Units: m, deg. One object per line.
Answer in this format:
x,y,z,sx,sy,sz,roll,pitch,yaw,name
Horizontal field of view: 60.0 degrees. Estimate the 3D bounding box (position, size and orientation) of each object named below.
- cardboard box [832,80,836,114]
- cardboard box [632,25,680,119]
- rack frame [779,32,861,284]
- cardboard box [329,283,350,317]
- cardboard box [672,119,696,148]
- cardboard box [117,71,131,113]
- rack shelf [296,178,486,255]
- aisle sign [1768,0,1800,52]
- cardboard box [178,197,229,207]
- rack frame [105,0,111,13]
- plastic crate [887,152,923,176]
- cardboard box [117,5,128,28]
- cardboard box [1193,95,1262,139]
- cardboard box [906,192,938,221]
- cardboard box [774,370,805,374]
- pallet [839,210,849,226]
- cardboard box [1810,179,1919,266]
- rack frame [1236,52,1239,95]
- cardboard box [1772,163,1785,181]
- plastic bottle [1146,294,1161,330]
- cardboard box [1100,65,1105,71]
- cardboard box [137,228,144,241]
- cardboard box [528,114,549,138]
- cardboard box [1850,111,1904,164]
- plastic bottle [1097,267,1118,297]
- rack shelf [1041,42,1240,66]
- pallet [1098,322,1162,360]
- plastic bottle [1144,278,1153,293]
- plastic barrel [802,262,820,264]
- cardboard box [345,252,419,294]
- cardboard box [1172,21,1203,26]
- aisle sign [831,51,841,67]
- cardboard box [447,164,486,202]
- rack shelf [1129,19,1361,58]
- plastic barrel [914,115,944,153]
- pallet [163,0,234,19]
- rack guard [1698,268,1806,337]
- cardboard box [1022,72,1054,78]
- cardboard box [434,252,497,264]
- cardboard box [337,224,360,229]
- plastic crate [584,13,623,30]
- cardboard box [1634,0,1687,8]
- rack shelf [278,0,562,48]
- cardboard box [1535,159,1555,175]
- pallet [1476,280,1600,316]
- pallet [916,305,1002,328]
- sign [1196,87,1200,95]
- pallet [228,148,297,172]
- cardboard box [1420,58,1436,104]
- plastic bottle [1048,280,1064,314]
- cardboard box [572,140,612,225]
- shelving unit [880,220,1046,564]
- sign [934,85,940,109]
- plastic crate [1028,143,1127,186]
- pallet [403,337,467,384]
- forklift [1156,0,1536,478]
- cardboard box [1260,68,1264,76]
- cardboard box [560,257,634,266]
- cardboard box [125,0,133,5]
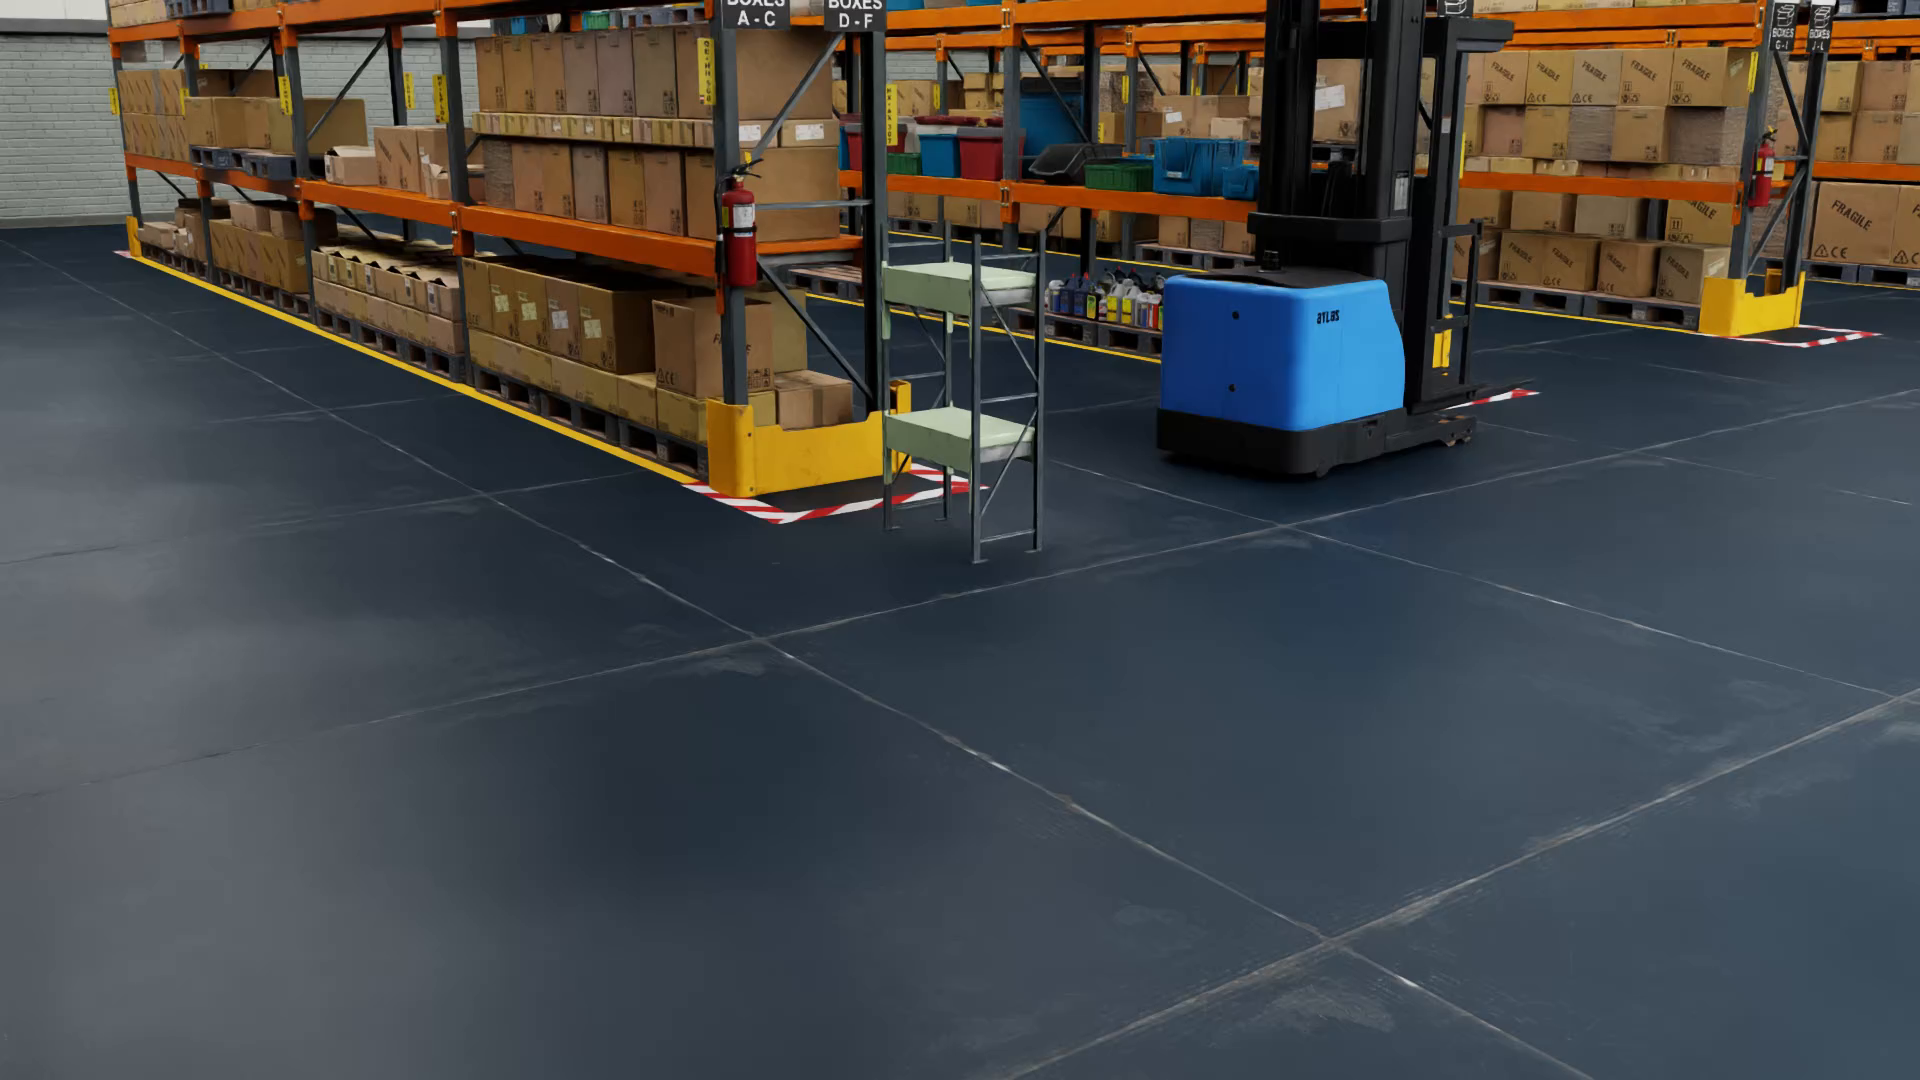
-1.875,-6.933,26.023,0.500,0.500,0.500,-11,19,-36,cardboard box
-1.449,-2.696,9.597,0.700,0.500,0.500,-11,19,-36,cardboard box
-1.535,-4.274,18.009,1.000,3.000,0.127,-11,19,-35,rack frame
-5.177,-2.117,14.544,0.500,0.250,0.500,-12,19,-36,cardboard box
-1.374,-2.266,9.256,0.380,0.149,0.250,-10,18,-33,cardboard box
-10.200,-5.609,20.803,0.500,0.500,0.500,-10,18,-33,cardboard box
-4.368,-2.732,13.737,1.077,0.370,4.000,-11,19,-35,rack shelf
6.969,-4.528,14.015,0.394,0.787,0.004,-11,19,-35,aisle sign
-9.729,-4.143,21.432,0.500,0.500,0.500,-11,19,-35,cardboard box
-10.248,-8.108,20.652,1.000,3.000,0.127,-11,19,-35,rack frame
-0.436,-3.646,16.115,0.450,0.188,0.662,-11,19,-35,plastic crate
-9.868,-6.331,20.126,0.500,0.250,0.500,-11,19,-35,cardboard box
3.230,-5.081,19.972,0.700,0.500,0.500,-8,17,-26,cardboard box
-0.204,-5.228,24.724,0.875,0.875,0.875,-11,19,-35,cardboard box
-1.273,-0.929,10.201,0.500,0.250,0.500,-11,19,-35,cardboard box
-1.699,-5.247,26.848,1.003,0.211,1.213,-11,19,-35,pallet
10.275,-3.582,18.712,0.875,0.875,0.875,-11,19,-35,cardboard box
5.783,-8.289,32.679,1.000,3.000,0.127,-11,19,-35,rack frame
7.200,-3.311,14.967,0.380,0.149,0.250,-11,19,-35,cardboard box
1.608,-1.846,13.465,0.152,0.276,0.135,-11,19,-34,plastic bottle
2.478,-7.815,28.300,0.500,0.500,0.500,-11,19,-36,cardboard box
-10.280,-3.908,21.241,0.380,0.149,0.250,-11,19,-35,cardboard box
-2.589,-2.707,10.867,0.380,0.149,0.250,-12,19,-36,cardboard box
10.423,-4.480,18.479,0.875,0.550,0.550,-11,19,-35,cardboard box
1.312,-2.239,14.759,0.144,0.351,0.185,-11,19,-35,plastic bottle
3.015,-8.172,27.932,1.077,0.370,4.000,-11,19,-35,rack shelf
1.899,-1.664,13.756,1.003,0.211,1.213,-11,19,-35,pallet
1.671,-2.160,14.597,0.061,0.283,0.133,-9,18,-31,plastic bottle
-1.837,-3.531,18.612,0.600,0.830,0.708,-11,19,-35,plastic barrel
-4.860,-2.275,14.057,0.500,0.311,0.500,-11,19,-36,cardboard box
2.843,-6.167,19.530,0.500,0.250,0.500,-10,18,-33,cardboard box
-2.032,-8.067,26.942,0.394,0.787,0.004,-11,19,-35,aisle sign
-3.517,-2.678,12.461,0.500,0.250,0.500,-9,18,-31,cardboard box
3.647,-5.715,18.957,1.077,0.370,4.000,-11,19,-35,rack shelf
-0.254,-3.973,16.651,0.433,0.535,0.433,0,15,0,plastic barrel
-7.569,-5.566,17.404,1.213,0.211,1.003,-11,19,-35,pallet
7.130,-2.145,14.966,1.175,0.500,0.348,-11,19,-35,rack guard
1.274,-6.015,22.281,0.797,0.503,0.637,-10,18,-33,cardboard box
-4.139,-2.253,13.978,0.500,0.311,0.500,-10,18,-33,cardboard box
-6.495,-2.983,17.196,0.500,0.500,0.500,-12,19,-36,cardboard box
-4.381,-6.516,20.921,0.450,0.188,0.662,-11,19,-35,plastic crate
6.390,-4.878,14.820,0.500,0.250,0.500,-11,19,-34,cardboard box
-4.368,-4.178,13.341,1.077,0.370,4.000,-11,19,-35,rack shelf
5.783,-3.610,16.060,0.380,0.149,0.250,-11,19,-35,cardboard box
5.968,-2.445,16.609,1.003,0.211,1.213,-11,19,-35,pallet
0.324,-2.236,15.847,1.003,0.211,1.213,-11,19,-35,pallet
3.756,-6.977,26.245,0.100,0.325,0.005,-11,19,-35,sign
-6.691,-3.828,16.743,1.003,0.211,1.213,-11,19,-35,pallet
4.882,-4.727,17.017,0.500,0.500,0.500,-11,19,-35,cardboard box
0.862,-2.117,14.456,0.152,0.276,0.135,-10,18,-33,plastic bottle
-2.017,-2.277,10.526,0.700,0.500,0.500,-10,18,-33,cardboard box
0.004,-0.722,7.873,0.431,1.500,0.755,-11,19,-35,shelving unit
-0.329,-6.266,23.498,0.100,0.325,0.005,-11,19,-35,sign
1.022,-3.258,14.416,0.767,0.338,0.504,-11,19,-35,plastic crate
-3.657,-1.458,13.003,1.003,0.211,1.213,-11,19,-35,pallet
2.563,-2.071,10.092,3.031,2.935,1.130,-14,21,-42,forklift
5.980,-8.969,31.851,0.380,0.149,0.250,-10,18,-33,cardboard box
-2.458,-1.716,11.656,0.500,0.500,0.500,-11,19,-35,cardboard box
-9.569,-6.466,19.673,0.500,0.250,0.500,-11,19,-35,cardboard box
